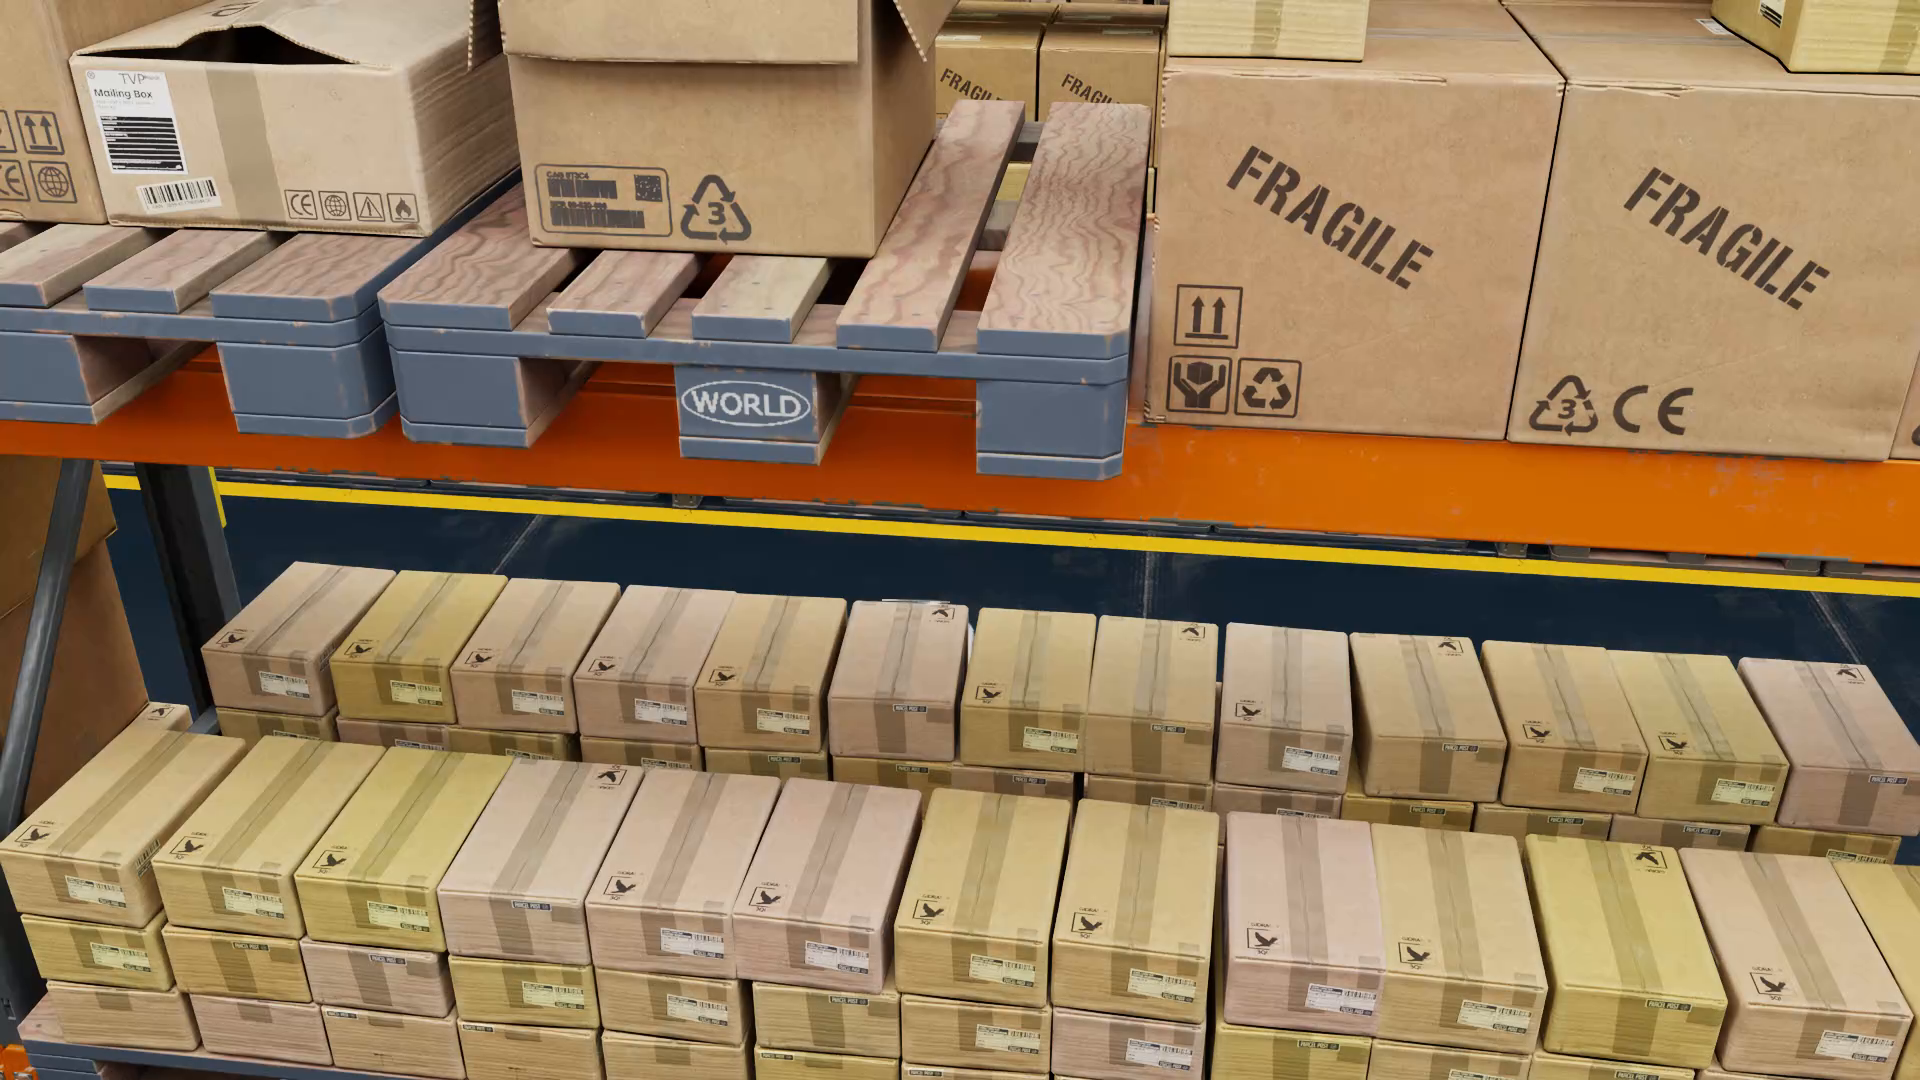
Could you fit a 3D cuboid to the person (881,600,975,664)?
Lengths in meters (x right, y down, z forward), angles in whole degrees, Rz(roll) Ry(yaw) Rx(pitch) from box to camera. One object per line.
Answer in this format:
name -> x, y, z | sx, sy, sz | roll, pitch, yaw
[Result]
person -> -0.175, 0.758, 5.568 | 0.524, 0.945, 0.982 | 2, 28, 4
